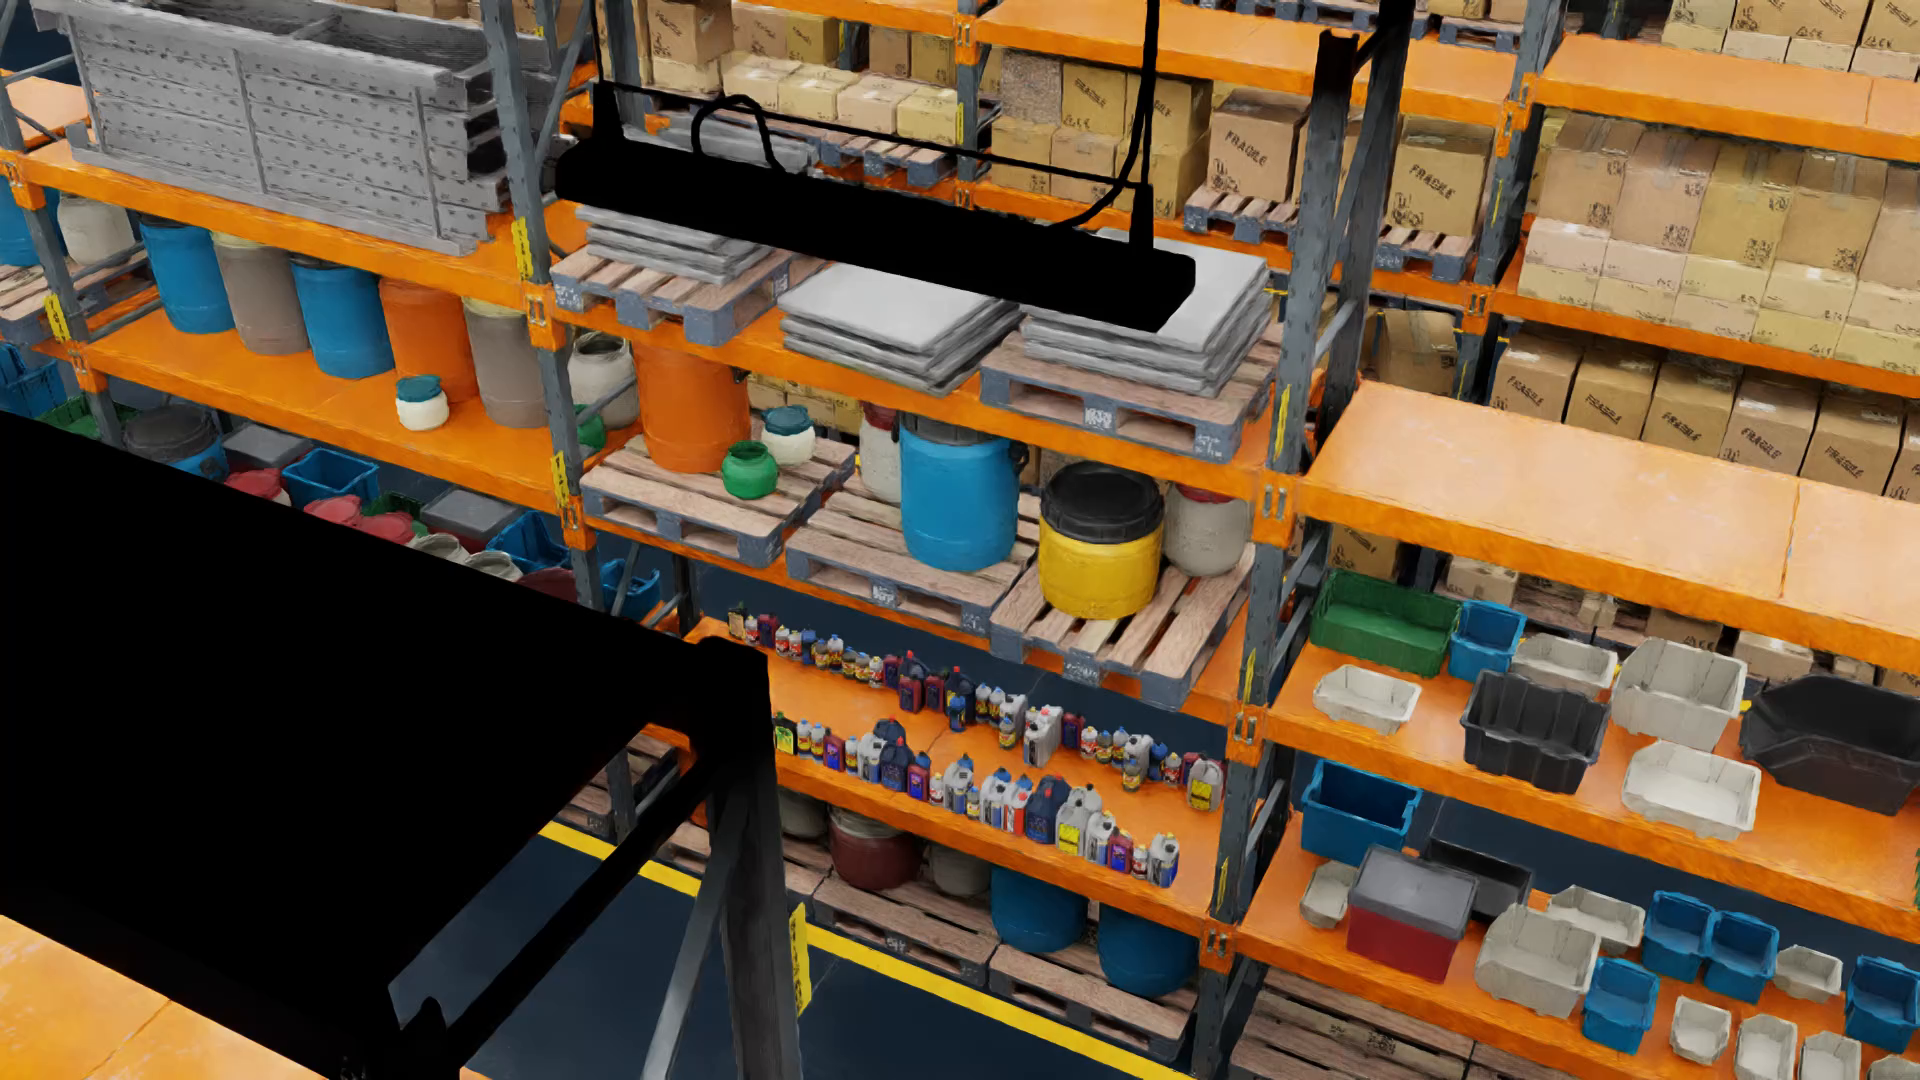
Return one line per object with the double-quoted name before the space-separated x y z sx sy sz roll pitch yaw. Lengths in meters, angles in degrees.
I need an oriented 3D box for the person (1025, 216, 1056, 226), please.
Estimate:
"person" 0.863 -3.313 17.200 0.506 1.618 0.580 15 38 20
